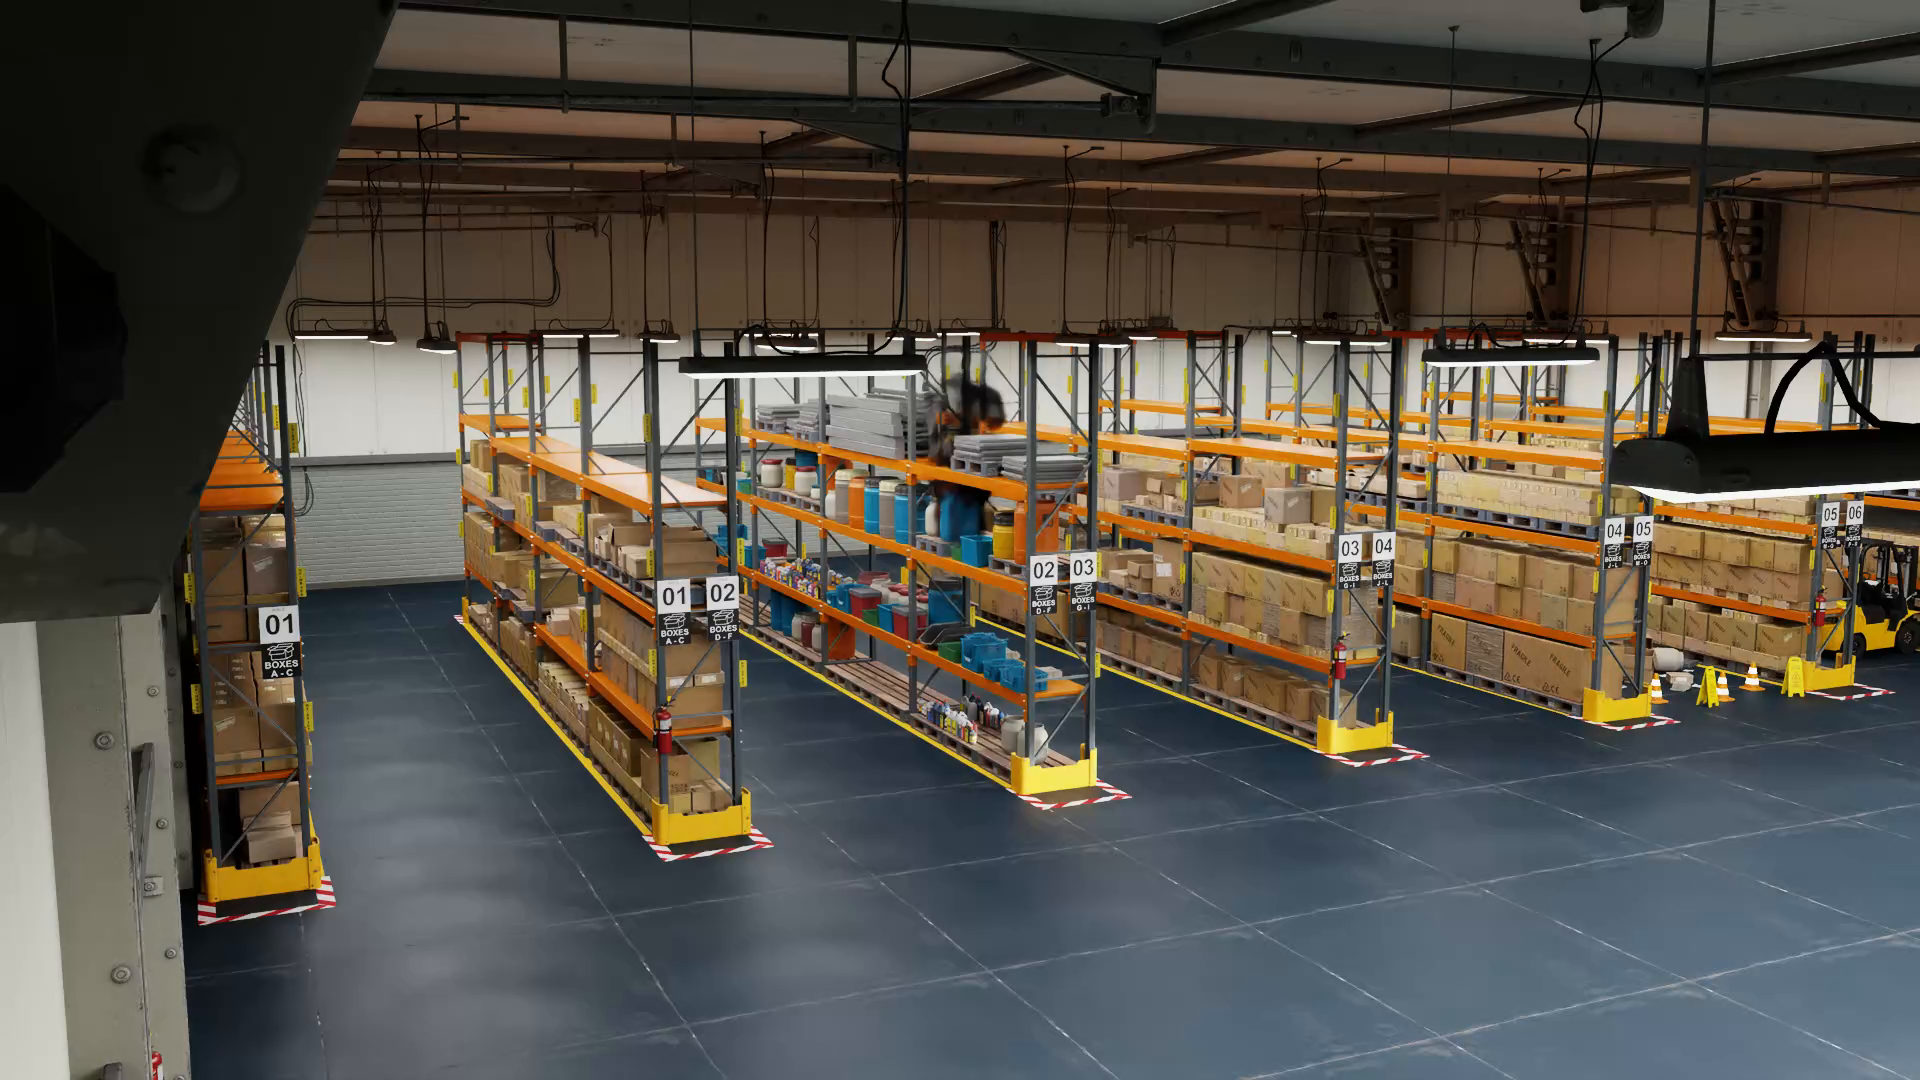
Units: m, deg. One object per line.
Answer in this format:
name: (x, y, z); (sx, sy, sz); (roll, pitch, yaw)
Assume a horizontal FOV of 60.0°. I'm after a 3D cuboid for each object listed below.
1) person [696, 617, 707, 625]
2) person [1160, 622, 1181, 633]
person: (-4.550, 1.507, 29.348); (0.648, 1.763, 0.934); (-5, 9, -35)
person: (4.212, 1.170, 32.197); (0.656, 1.696, 0.627); (-4, 9, -26)
